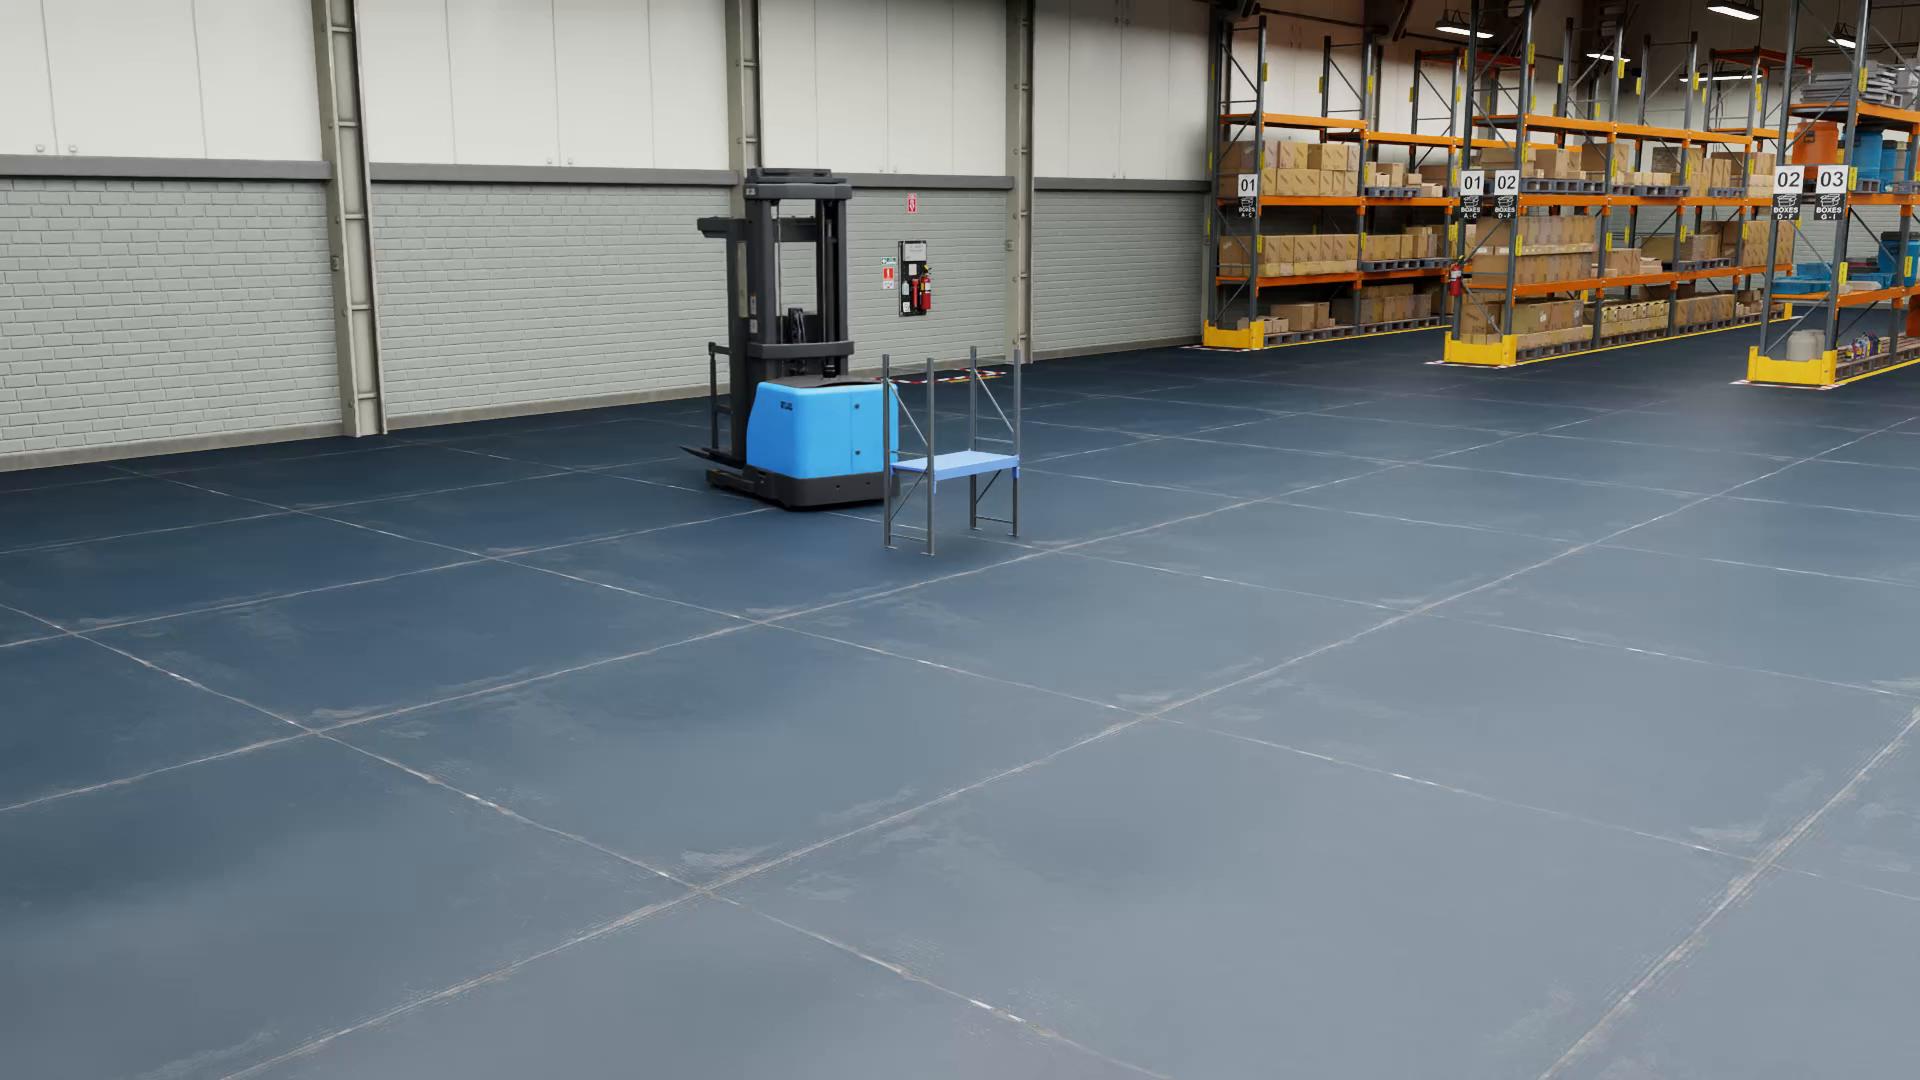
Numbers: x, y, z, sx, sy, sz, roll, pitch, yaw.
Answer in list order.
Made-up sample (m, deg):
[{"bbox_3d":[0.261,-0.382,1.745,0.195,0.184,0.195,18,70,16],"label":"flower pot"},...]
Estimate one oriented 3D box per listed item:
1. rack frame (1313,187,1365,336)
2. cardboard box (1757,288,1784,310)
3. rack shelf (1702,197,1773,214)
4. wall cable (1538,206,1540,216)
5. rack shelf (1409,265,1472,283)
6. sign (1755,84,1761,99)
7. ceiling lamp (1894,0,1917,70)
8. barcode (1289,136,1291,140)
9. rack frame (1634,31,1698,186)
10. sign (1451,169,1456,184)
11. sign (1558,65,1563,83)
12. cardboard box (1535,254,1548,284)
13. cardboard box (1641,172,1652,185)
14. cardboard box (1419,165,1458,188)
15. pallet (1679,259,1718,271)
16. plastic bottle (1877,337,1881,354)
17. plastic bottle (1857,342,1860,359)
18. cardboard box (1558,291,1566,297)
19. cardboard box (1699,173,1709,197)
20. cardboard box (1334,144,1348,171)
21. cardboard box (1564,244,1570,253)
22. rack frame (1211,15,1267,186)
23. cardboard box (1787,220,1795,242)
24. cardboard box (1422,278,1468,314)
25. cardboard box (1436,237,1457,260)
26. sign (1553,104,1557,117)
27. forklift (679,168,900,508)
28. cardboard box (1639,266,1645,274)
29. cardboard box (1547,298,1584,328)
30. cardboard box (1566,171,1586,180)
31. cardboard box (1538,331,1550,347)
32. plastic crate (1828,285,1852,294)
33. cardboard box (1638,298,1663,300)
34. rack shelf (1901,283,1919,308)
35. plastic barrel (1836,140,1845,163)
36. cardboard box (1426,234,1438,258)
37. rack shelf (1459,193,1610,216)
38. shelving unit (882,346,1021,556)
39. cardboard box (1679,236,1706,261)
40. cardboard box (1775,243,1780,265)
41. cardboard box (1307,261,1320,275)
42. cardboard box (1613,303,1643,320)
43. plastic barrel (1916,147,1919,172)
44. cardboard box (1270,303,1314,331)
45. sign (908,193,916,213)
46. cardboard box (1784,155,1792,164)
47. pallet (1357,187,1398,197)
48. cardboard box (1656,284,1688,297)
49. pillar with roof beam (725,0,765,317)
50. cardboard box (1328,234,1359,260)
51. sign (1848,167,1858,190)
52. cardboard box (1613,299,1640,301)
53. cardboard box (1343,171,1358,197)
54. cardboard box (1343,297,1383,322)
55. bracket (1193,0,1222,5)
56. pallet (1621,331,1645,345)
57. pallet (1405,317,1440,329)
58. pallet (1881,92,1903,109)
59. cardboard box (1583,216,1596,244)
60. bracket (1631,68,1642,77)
[{"bbox_3d":[7.780,-5.725,34.214,1.000,3.000,0.127,10,15,40],"label":"rack frame"},{"bbox_3d":[19.251,-5.728,39.491,0.500,0.500,0.500,10,15,40],"label":"cardboard box"},{"bbox_3d":[18.104,-7.674,38.153,1.077,0.370,4.000,10,15,40],"label":"rack shelf"},{"bbox_3d":[15.836,-8.299,44.509,0.084,1.984,1.851,10,15,40],"label":"wall cable"},{"bbox_3d":[11.741,-6.254,38.704,1.077,0.370,4.000,10,15,40],"label":"rack shelf"},{"bbox_3d":[17.205,-9.668,35.853,0.100,0.325,0.005,10,15,40],"label":"sign"},{"bbox_3d":[23.073,-12.725,39.045,2.000,3.185,0.800,10,15,40],"label":"ceiling lamp"},{"bbox_3d":[6.539,-7.978,32.988,0.001,0.075,0.075,10,15,40],"label":"barcode"},{"bbox_3d":[14.144,-8.615,33.369,1.000,3.000,0.127,10,15,40],"label":"rack frame"},{"bbox_3d":[10.827,-7.967,36.463,0.100,0.325,0.005,10,15,40],"label":"sign"},{"bbox_3d":[11.088,-8.592,30.666,0.100,0.325,0.005,10,15,40],"label":"sign"},{"bbox_3d":[9.856,-4.762,29.141,0.700,0.500,0.500,10,15,41],"label":"cardboard box"},{"bbox_3d":[13.168,-7.040,32.454,0.500,0.250,0.500,9,15,39],"label":"cardboard box"},{"bbox_3d":[10.691,-8.126,37.201,0.700,0.500,0.500,8,14,36],"label":"cardboard box"},{"bbox_3d":[15.424,-5.866,35.411,1.003,0.211,1.213,10,15,40],"label":"pallet"},{"bbox_3d":[15.152,-3.214,27.456,0.061,0.283,0.133,11,16,43],"label":"plastic bottle"},{"bbox_3d":[14.305,-3.025,26.538,0.097,0.271,0.097,0,11,0],"label":"plastic bottle"},{"bbox_3d":[14.984,-6.281,42.308,0.700,0.500,0.500,10,15,40],"label":"cardboard box"},{"bbox_3d":[15.086,-7.413,34.755,0.910,0.500,0.500,10,15,40],"label":"cardboard box"},{"bbox_3d":[7.297,-7.553,32.853,0.500,0.500,0.500,11,16,43],"label":"cardboard box"},{"bbox_3d":[10.646,-5.197,29.663,0.380,0.149,0.250,10,15,42],"label":"cardboard box"},{"bbox_3d":[5.139,-8.078,30.680,1.000,3.000,0.127,10,15,40],"label":"rack frame"},{"bbox_3d":[19.337,-7.288,39.236,0.500,0.500,0.500,10,15,40],"label":"cardboard box"},{"bbox_3d":[11.004,-5.556,37.786,0.750,0.750,0.750,10,15,40],"label":"cardboard box"},{"bbox_3d":[10.933,-6.556,37.312,0.500,0.500,0.500,10,15,42],"label":"cardboard box"},{"bbox_3d":[15.288,-11.040,42.723,0.100,0.325,0.005,10,15,40],"label":"sign"},{"bbox_3d":[-1.748,-1.954,15.510,1.130,2.935,3.031,-7,13,-32],"label":"forklift"},{"bbox_3d":[13.344,-5.355,33.005,0.250,0.149,0.380,-11,16,-43],"label":"cardboard box"},{"bbox_3d":[11.023,-4.141,30.321,0.500,0.500,0.500,10,15,40],"label":"cardboard box"},{"bbox_3d":[10.913,-6.494,29.620,0.380,0.149,0.250,10,15,40],"label":"cardboard box"},{"bbox_3d":[10.042,-3.551,29.281,0.500,0.250,0.500,10,15,40],"label":"cardboard box"},{"bbox_3d":[13.414,-3.816,25.331,0.298,0.136,0.250,10,15,40],"label":"plastic crate"},{"bbox_3d":[14.585,-4.831,34.999,0.500,0.500,0.500,11,15,43],"label":"cardboard box"},{"bbox_3d":[16.542,-4.385,29.344,1.077,0.370,4.000,10,15,40],"label":"rack shelf"},{"bbox_3d":[13.238,-5.808,25.423,0.600,0.588,0.600,0,11,0],"label":"plastic barrel"},{"bbox_3d":[10.118,-6.507,36.755,0.700,0.500,0.500,8,14,34],"label":"cardboard box"},{"bbox_3d":[10.183,-5.909,29.313,1.077,0.370,4.000,10,15,40],"label":"rack shelf"},{"bbox_3d":[-0.056,-0.723,13.001,0.538,1.500,1.048,10,15,40],"label":"shelving unit"},{"bbox_3d":[15.222,-6.145,34.992,0.500,0.500,0.700,-9,14,-37],"label":"cardboard box"},{"bbox_3d":[18.660,-6.649,38.585,0.500,0.500,0.500,10,15,41],"label":"cardboard box"},{"bbox_3d":[6.708,-5.330,32.568,0.500,0.250,0.500,10,15,41],"label":"cardboard box"},{"bbox_3d":[12.977,-4.472,32.460,0.500,0.311,0.500,10,15,42],"label":"cardboard box"},{"bbox_3d":[16.725,-6.525,29.465,0.600,0.830,0.708,10,15,40],"label":"plastic barrel"},{"bbox_3d":[6.562,-4.401,32.848,0.700,0.500,0.500,9,14,37],"label":"cardboard box"},{"bbox_3d":[-0.749,-5.258,25.959,0.001,0.298,0.199,10,15,40],"label":"sign"},{"bbox_3d":[19.098,-8.783,39.059,0.700,0.500,0.500,10,15,40],"label":"cardboard box"},{"bbox_3d":[8.267,-7.180,34.324,1.213,0.211,1.003,10,15,40],"label":"pallet"},{"bbox_3d":[15.291,-5.359,35.726,0.500,0.250,0.500,9,15,39],"label":"cardboard box"},{"bbox_3d":[0.264,-5.971,20.129,9.100,9.000,0.400,10,15,40],"label":"pillar with roof beam"},{"bbox_3d":[7.700,-5.919,33.605,0.500,0.500,0.500,10,15,40],"label":"cardboard box"},{"bbox_3d":[12.992,-5.259,24.200,0.100,0.325,0.005,10,15,40],"label":"sign"},{"bbox_3d":[13.578,-4.767,33.934,0.500,0.311,0.500,10,15,42],"label":"cardboard box"},{"bbox_3d":[7.631,-7.148,33.374,0.500,0.500,0.500,10,15,42],"label":"cardboard box"},{"bbox_3d":[8.557,-4.907,35.382,0.700,0.500,0.500,9,15,39],"label":"cardboard box"},{"bbox_3d":[3.232,-9.569,28.957,0.076,0.066,4.783,10,15,40],"label":"bracket"},{"bbox_3d":[12.766,-4.011,32.754,1.003,0.211,1.213,10,15,40],"label":"pallet"},{"bbox_3d":[9.903,-4.831,36.859,1.003,0.211,1.213,10,15,40],"label":"pallet"},{"bbox_3d":[13.893,-6.792,25.743,1.003,0.211,1.213,10,15,40],"label":"pallet"},{"bbox_3d":[11.215,-5.704,30.542,0.700,0.500,0.500,10,15,41],"label":"cardboard box"},{"bbox_3d":[18.939,-13.070,46.484,0.235,0.232,0.430,10,15,40],"label":"bracket"}]
